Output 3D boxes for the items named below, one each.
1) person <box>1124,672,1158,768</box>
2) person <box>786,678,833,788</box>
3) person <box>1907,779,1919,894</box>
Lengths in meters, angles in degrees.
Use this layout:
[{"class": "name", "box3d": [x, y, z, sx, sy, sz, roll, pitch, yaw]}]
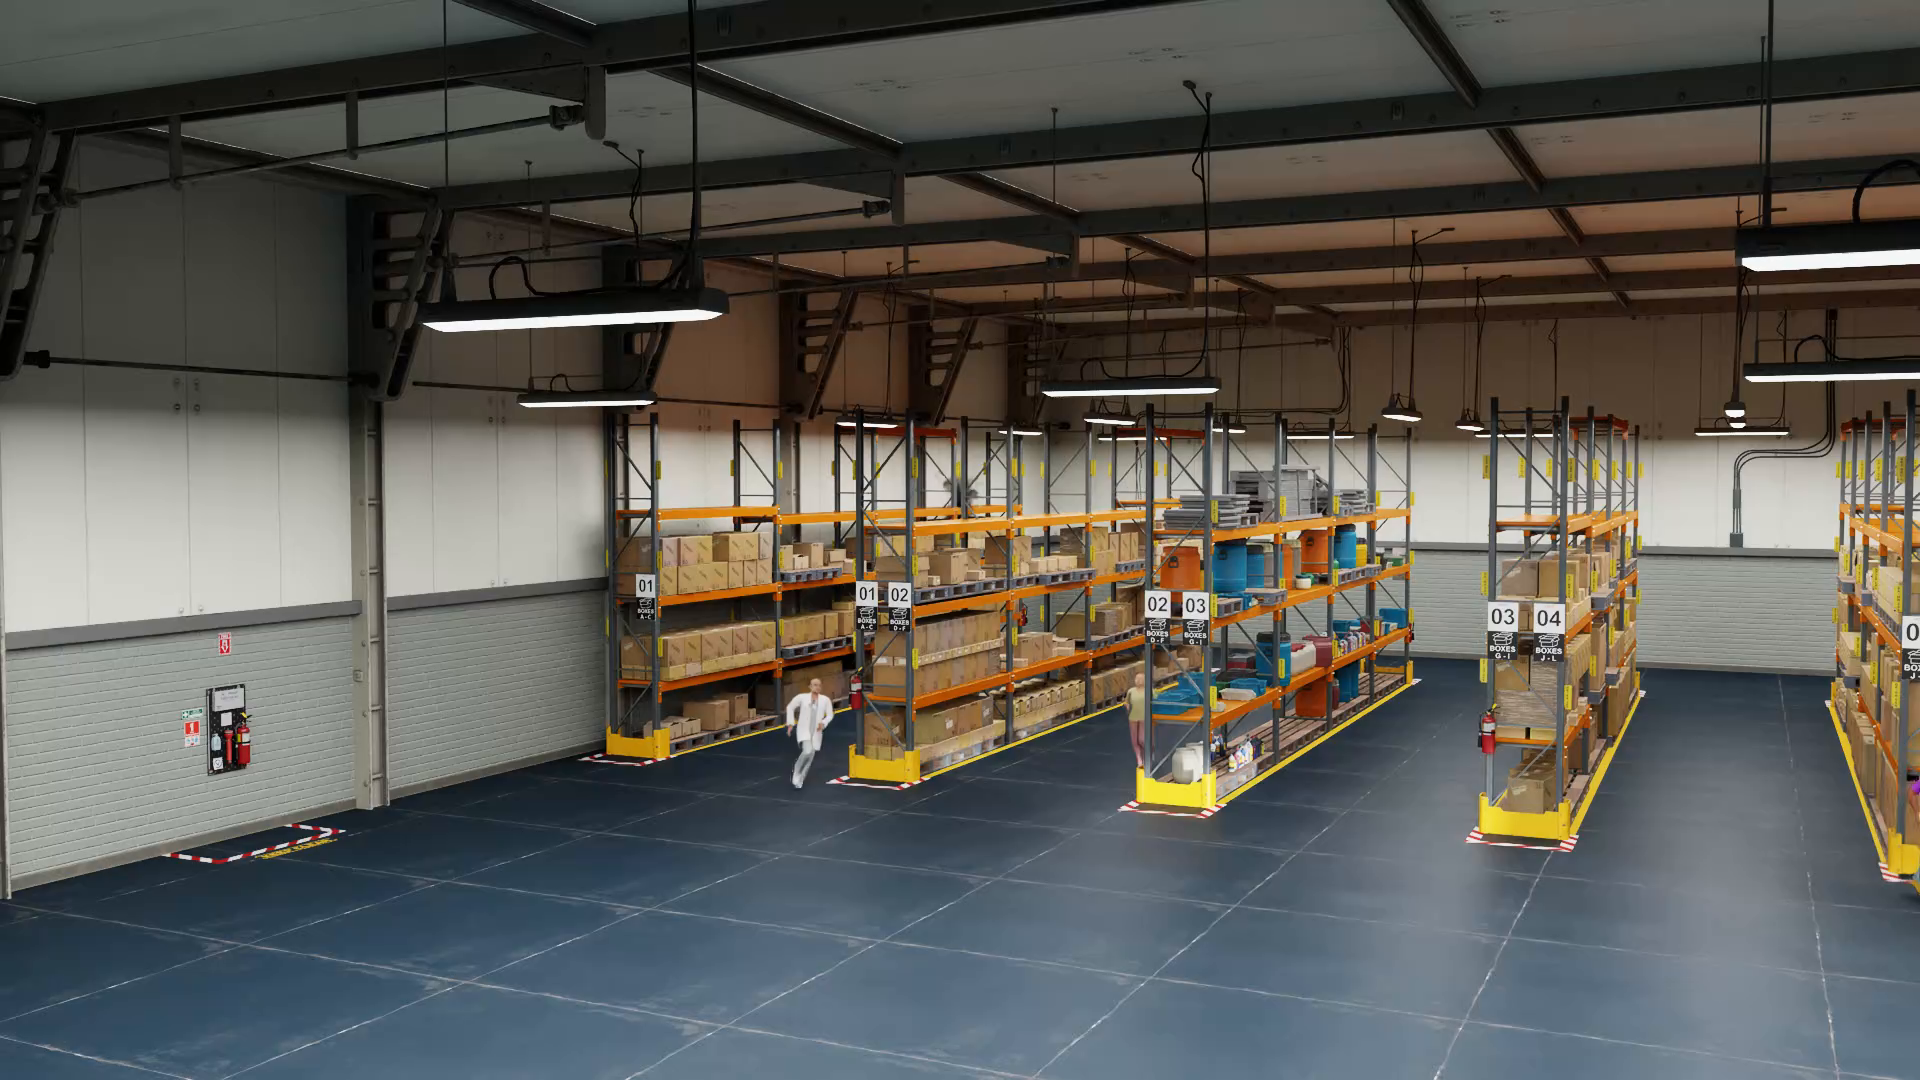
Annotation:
[{"class": "person", "box3d": [2.981, 3.007, 27.621, 0.567, 1.628, 0.549, 1, 3, 22]}, {"class": "person", "box3d": [-2.327, 3.038, 26.117, 0.711, 1.709, 0.632, -1, 3, -19]}, {"class": "person", "box3d": [11.266, 3.322, 19.046, 0.634, 1.799, 0.899, -1, 3, -18]}]
